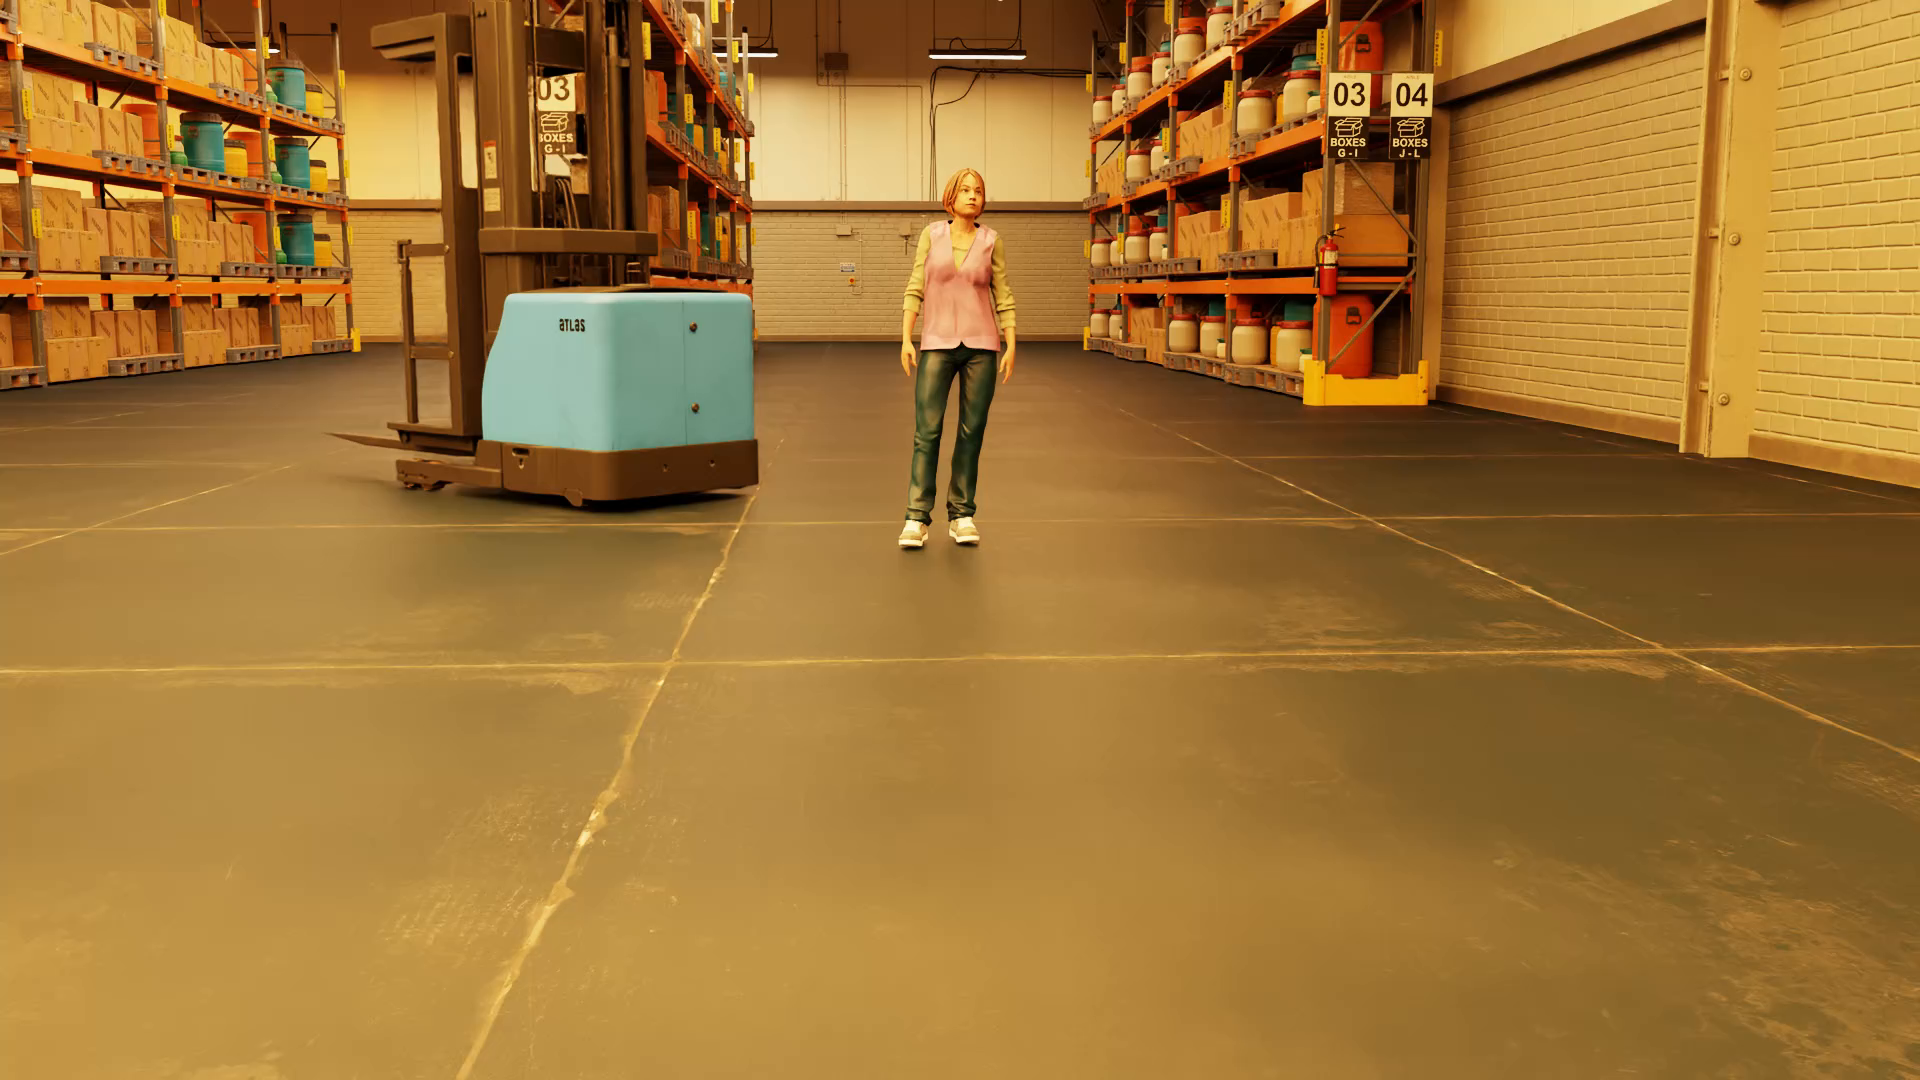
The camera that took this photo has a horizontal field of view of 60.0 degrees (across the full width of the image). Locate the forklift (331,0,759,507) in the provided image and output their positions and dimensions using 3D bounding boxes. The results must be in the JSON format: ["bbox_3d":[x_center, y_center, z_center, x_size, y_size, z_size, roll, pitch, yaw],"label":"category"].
[{"bbox_3d":[-2.504,-1.769,9.245,3.031,2.935,1.130,7,11,41],"label":"forklift"}]

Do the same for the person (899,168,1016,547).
[{"bbox_3d":[-0.009,-0.786,7.118,0.520,1.596,0.475,-1,8,-4],"label":"person"}]
